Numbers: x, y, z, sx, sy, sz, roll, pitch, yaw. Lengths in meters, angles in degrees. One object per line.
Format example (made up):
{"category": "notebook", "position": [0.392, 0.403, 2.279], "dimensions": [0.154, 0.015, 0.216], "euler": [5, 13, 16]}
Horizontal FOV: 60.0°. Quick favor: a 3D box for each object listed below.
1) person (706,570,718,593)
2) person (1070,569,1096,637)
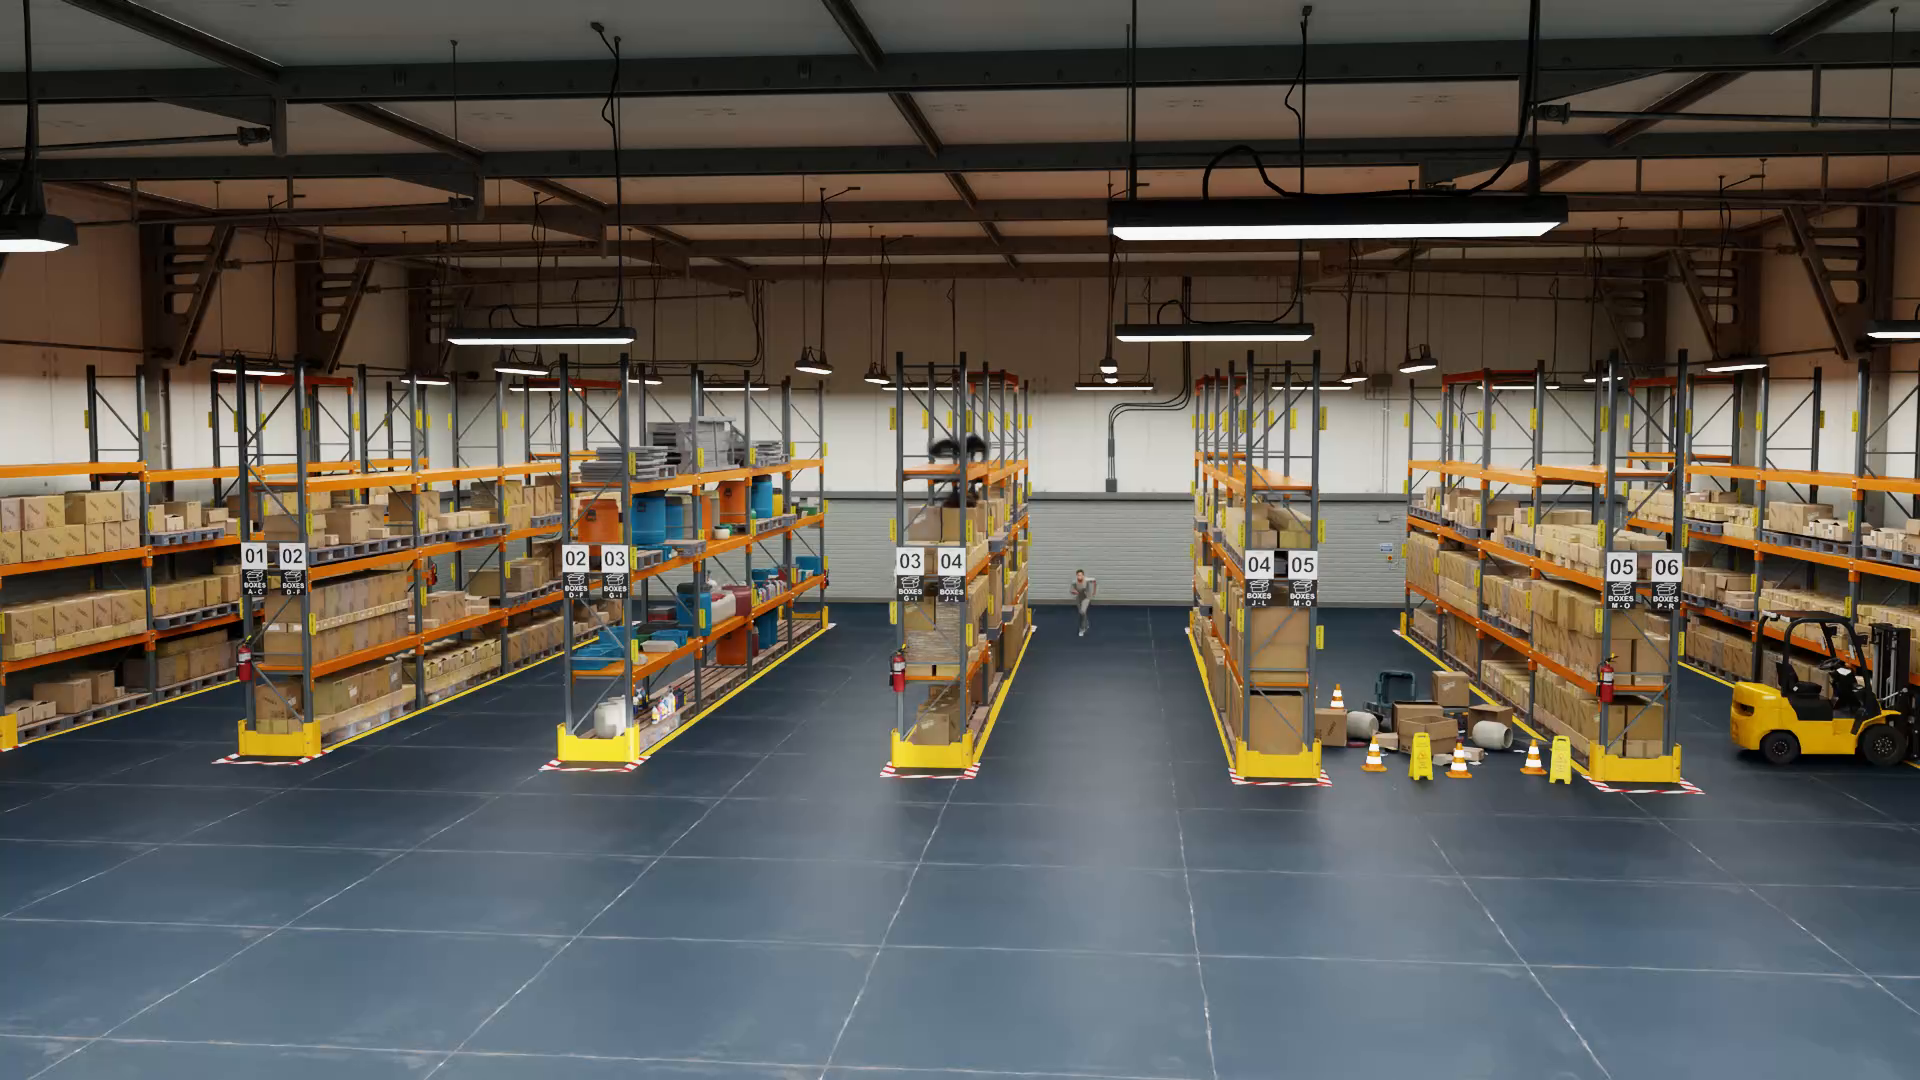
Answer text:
{"category": "person", "position": [-5.853, 1.462, 38.464], "dimensions": [0.594, 1.605, 0.636], "euler": [0, 4, 5]}
{"category": "person", "position": [2.909, 1.468, 39.011], "dimensions": [0.596, 1.620, 0.952], "euler": [1, 4, 17]}
